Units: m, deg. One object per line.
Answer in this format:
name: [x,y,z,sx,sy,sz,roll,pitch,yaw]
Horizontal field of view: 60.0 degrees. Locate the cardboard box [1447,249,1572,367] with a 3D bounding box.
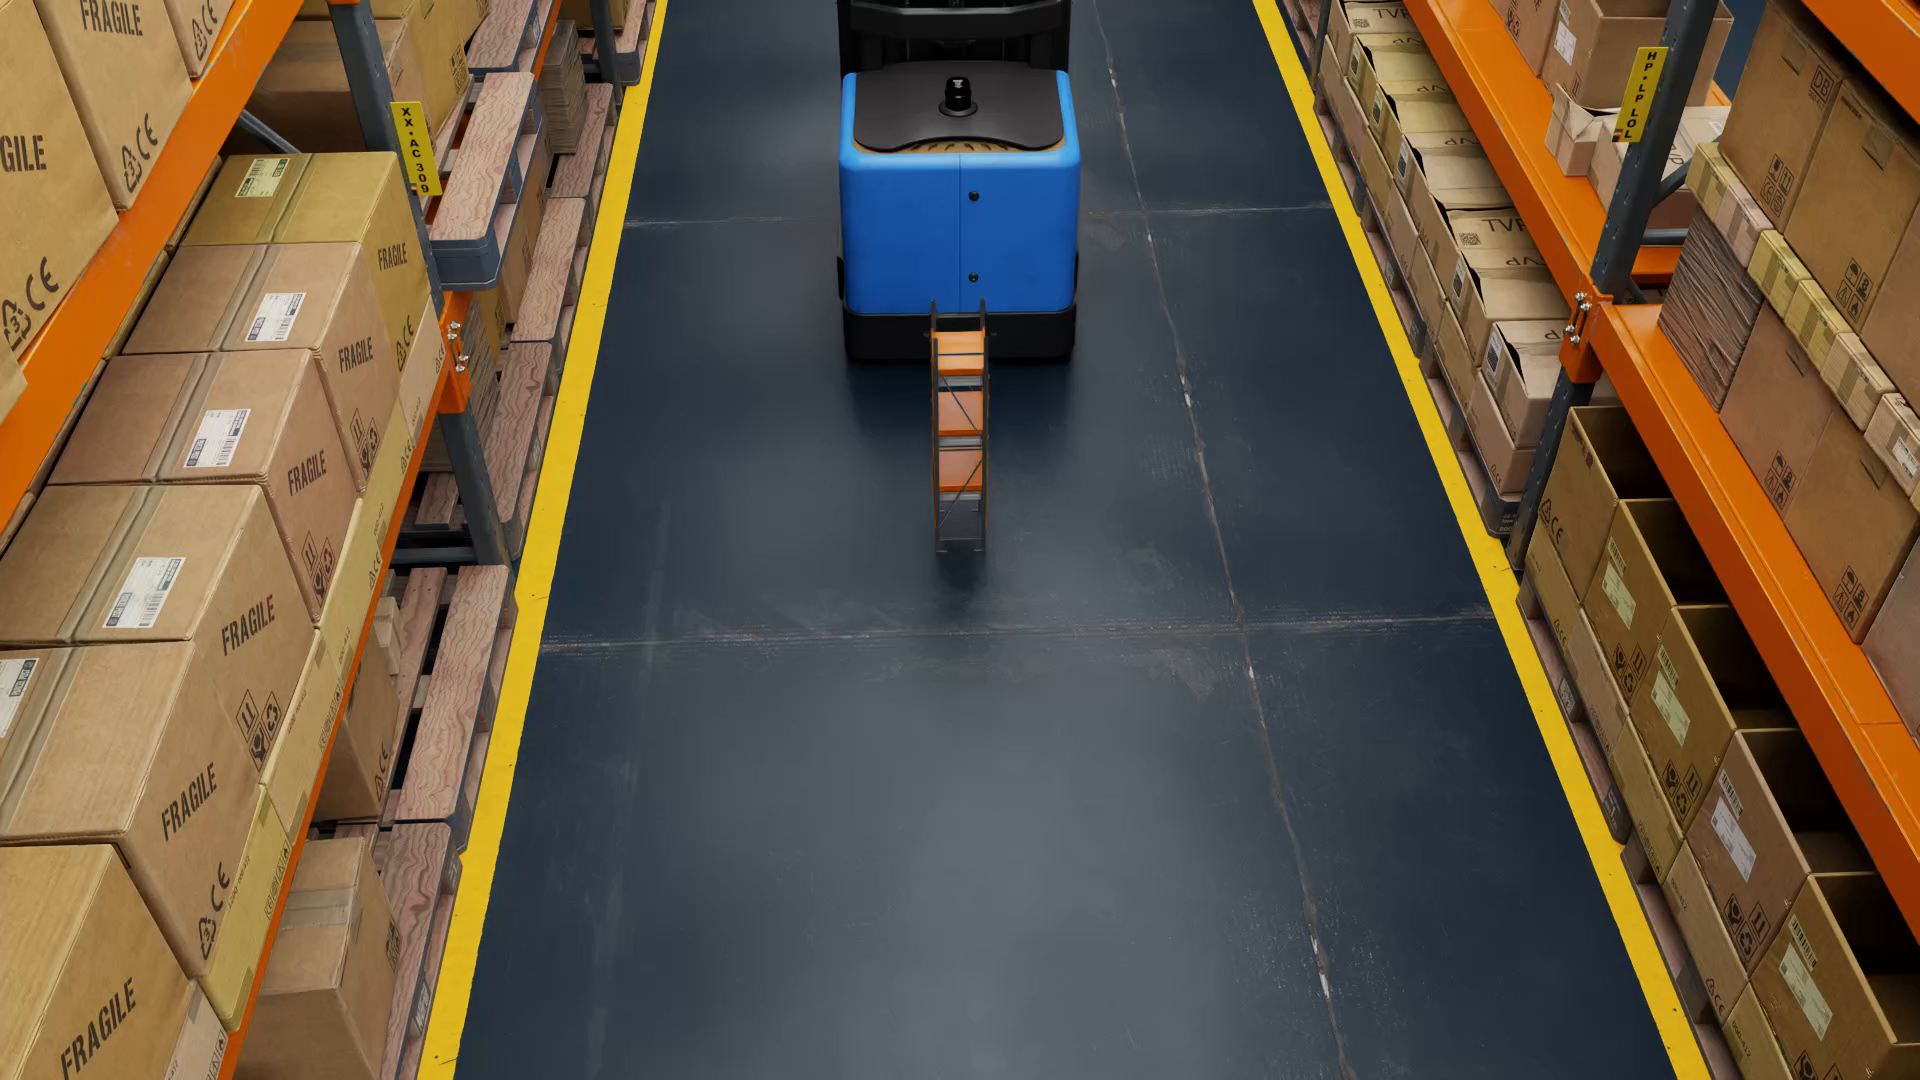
cardboard box: [2.364,-0.996,6.925,0.500,0.311,0.500,-1,43,-1]

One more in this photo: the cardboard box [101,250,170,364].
cardboard box: [-2.423,-0.443,4.554,0.500,0.500,0.500,-2,43,-2]

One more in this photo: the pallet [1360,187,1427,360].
pallet: [2.571,-1.326,8.040,1.003,0.211,1.213,-2,43,-2]

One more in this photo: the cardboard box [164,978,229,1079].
cardboard box: [-1.823,1.173,3.347,0.500,0.250,0.500,-3,43,-3]

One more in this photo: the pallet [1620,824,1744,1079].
pallet: [2.743,1.360,5.110,1.003,0.211,1.213,-2,43,-2]

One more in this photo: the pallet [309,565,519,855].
pallet: [-2.189,0.593,5.946,1.003,0.211,1.213,-2,43,-2]

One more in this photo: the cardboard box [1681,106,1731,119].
cardboard box: [2.863,-1.543,6.399,0.380,0.149,0.250,-2,43,-2]

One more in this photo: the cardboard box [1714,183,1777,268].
cardboard box: [2.525,-0.951,5.014,0.380,0.149,0.250,-1,43,-1]

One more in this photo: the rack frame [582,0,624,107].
rack frame: [-2.423,-3.587,8.444,1.000,3.000,0.127,-2,43,-2]

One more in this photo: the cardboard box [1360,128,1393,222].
cardboard box: [2.305,-1.821,8.241,0.500,0.250,0.500,-3,43,-3]

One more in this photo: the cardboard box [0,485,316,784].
cardboard box: [-1.864,0.223,3.828,0.500,0.500,0.500,0,43,0]

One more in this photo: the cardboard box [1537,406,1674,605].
cardboard box: [2.403,-0.127,5.838,0.500,0.500,0.500,-2,43,-2]

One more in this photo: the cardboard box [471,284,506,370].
cardboard box: [-2.373,-0.971,7.114,0.700,0.500,0.500,-2,43,-3]

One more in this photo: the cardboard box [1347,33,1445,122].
cardboard box: [2.286,-2.363,8.418,0.500,0.311,0.500,-3,43,-3]

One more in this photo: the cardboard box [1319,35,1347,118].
cardboard box: [2.255,-2.511,8.994,0.500,0.250,0.500,-2,43,-2]

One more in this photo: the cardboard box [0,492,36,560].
cardboard box: [-2.375,0.244,3.805,0.500,0.500,0.500,-1,43,-1]

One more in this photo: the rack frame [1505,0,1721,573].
rack frame: [2.696,-1.032,5.655,1.000,3.000,0.127,-2,43,-2]

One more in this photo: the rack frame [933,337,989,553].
rack frame: [0.003,-0.341,6.345,0.200,1.050,0.008,-2,43,-2]

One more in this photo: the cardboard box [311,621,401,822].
cardboard box: [-2.169,0.572,5.430,0.500,0.500,0.500,-5,43,-5]

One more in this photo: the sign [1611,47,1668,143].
sign: [2.154,-1.407,5.267,0.100,0.325,0.005,-2,43,-2]

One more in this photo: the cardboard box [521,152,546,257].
cardboard box: [-2.385,-1.658,7.863,0.700,0.500,0.500,-2,43,-2]

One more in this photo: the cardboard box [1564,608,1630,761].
cardboard box: [2.429,0.487,5.723,0.500,0.250,0.500,-2,43,-2]

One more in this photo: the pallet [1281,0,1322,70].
pallet: [2.532,-3.209,10.095,1.003,0.211,1.213,-2,43,-2]

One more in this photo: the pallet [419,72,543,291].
pallet: [-2.140,-1.336,6.130,1.003,0.211,1.213,-2,43,-2]

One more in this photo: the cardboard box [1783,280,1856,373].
cardboard box: [2.550,-0.600,4.631,0.380,0.149,0.250,-2,43,-2]

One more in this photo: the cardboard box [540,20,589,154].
cardboard box: [-2.340,-2.343,8.611,0.700,0.500,0.500,-1,43,-1]

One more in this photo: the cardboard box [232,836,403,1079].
cardboard box: [-2.028,1.222,4.722,0.700,0.500,0.500,-4,43,-4]

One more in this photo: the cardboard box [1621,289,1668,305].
cardboard box: [2.911,-1.004,6.934,0.500,0.311,0.500,-2,43,-2]

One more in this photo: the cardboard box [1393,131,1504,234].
cardboard box: [2.328,-1.672,7.663,0.500,0.311,0.500,-2,43,-2]

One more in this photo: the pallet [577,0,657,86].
pallet: [-2.381,-3.094,9.969,1.003,0.211,1.213,-2,43,-2]

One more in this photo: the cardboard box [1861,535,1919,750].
cardboard box: [2.790,0.271,4.160,0.700,0.500,0.500,0,43,-1]

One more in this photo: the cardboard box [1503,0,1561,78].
cardboard box: [2.636,-2.281,6.945,0.500,0.500,0.500,-2,43,-2]

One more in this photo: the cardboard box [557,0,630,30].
cardboard box: [-2.323,-3.450,9.574,0.750,0.750,0.750,-2,43,-2]

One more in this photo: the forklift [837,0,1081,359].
forklift: [-0.034,-2.875,7.717,1.130,2.935,3.031,-1,43,-1]

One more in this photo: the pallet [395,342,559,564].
pallet: [-2.287,-0.384,7.013,1.003,0.211,1.213,-2,43,-2]

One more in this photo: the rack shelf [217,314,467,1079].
rack shelf: [-2.168,0.729,4.268,1.077,0.370,4.000,-2,43,-2]

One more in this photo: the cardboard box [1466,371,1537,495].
cardboard box: [2.389,-0.444,6.739,0.500,0.250,0.500,-2,43,-2]

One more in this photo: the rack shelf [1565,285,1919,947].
rack shelf: [2.781,0.584,4.426,1.077,0.370,4.000,-2,43,-2]

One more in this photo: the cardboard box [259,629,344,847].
cardboard box: [-1.858,0.487,4.095,0.500,0.250,0.500,-1,43,-1]

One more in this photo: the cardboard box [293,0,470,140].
cardboard box: [-2.257,-1.808,6.103,0.700,0.500,0.500,2,43,3]

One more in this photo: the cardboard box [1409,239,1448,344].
cardboard box: [2.347,-1.131,7.488,0.500,0.250,0.500,-1,43,-1]

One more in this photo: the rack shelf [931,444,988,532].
rack shelf: [-0.002,-0.210,6.630,0.215,0.259,0.240,-2,43,-2]

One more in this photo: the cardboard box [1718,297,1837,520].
cardboard box: [2.750,-0.413,4.907,0.700,0.500,0.500,-2,43,-2]

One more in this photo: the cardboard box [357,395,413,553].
cardboard box: [-1.917,-0.191,4.835,0.500,0.250,0.500,-1,43,-2]

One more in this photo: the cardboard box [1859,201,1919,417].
cardboard box: [2.765,-0.568,4.116,0.700,0.500,0.500,-2,43,-2]

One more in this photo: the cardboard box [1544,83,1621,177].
cardboard box: [2.475,-1.570,6.343,0.396,0.266,0.258,-3,43,-3]

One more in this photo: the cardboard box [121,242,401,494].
cardboard box: [-1.897,-0.468,4.582,0.500,0.500,0.500,-2,43,-2]

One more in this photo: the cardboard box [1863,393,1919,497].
cardboard box: [2.573,-0.251,4.250,0.380,0.149,0.250,-3,43,-3]

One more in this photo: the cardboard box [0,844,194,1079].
cardboard box: [-1.814,0.920,3.067,0.500,0.500,0.500,-2,43,-2]

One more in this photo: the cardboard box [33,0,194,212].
cardboard box: [-1.914,-0.988,3.300,0.500,0.500,0.500,-3,43,-3]

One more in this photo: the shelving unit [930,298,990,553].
shelving unit: [-0.002,-0.423,6.435,0.215,1.050,0.252,-2,43,-2]

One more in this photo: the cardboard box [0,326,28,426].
cardboard box: [-1.861,-0.283,2.531,0.500,0.500,0.500,0,43,0]

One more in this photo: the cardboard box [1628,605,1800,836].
cardboard box: [2.446,0.548,5.101,0.500,0.500,0.500,-2,43,-2]

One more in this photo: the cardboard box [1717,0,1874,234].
cardboard box: [2.721,-1.247,4.857,0.700,0.500,0.500,-1,43,-2]

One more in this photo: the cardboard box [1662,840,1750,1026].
cardboard box: [2.472,1.162,4.987,0.500,0.250,0.500,-2,43,-2]

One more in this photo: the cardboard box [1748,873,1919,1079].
cardboard box: [2.489,1.223,4.365,0.500,0.500,0.500,-2,43,-2]
